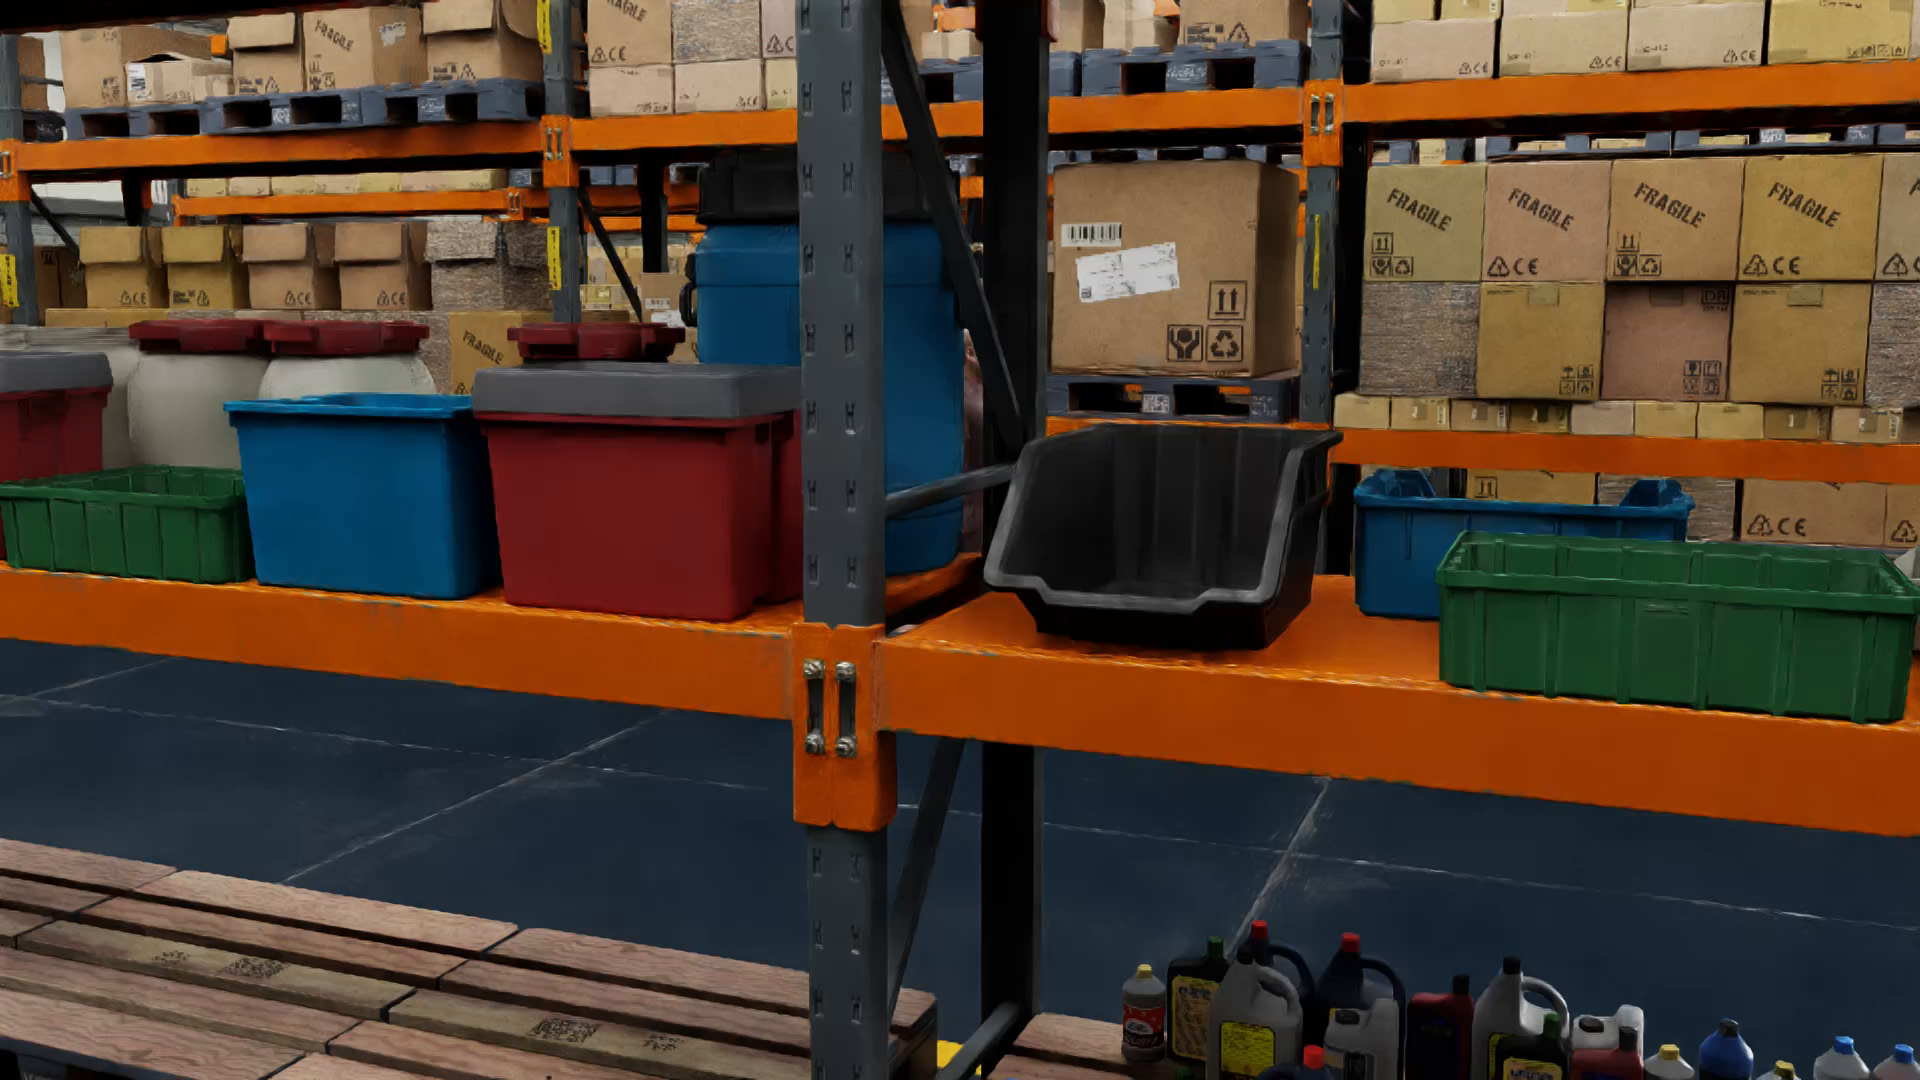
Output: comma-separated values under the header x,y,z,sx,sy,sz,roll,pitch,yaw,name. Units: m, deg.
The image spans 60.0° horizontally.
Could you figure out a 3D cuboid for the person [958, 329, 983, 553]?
x,y,z,sx,sy,sz,roll,pitch,yaw,name
0.118,-0.055,7.268,0.386,1.776,0.566,4,9,22,person
